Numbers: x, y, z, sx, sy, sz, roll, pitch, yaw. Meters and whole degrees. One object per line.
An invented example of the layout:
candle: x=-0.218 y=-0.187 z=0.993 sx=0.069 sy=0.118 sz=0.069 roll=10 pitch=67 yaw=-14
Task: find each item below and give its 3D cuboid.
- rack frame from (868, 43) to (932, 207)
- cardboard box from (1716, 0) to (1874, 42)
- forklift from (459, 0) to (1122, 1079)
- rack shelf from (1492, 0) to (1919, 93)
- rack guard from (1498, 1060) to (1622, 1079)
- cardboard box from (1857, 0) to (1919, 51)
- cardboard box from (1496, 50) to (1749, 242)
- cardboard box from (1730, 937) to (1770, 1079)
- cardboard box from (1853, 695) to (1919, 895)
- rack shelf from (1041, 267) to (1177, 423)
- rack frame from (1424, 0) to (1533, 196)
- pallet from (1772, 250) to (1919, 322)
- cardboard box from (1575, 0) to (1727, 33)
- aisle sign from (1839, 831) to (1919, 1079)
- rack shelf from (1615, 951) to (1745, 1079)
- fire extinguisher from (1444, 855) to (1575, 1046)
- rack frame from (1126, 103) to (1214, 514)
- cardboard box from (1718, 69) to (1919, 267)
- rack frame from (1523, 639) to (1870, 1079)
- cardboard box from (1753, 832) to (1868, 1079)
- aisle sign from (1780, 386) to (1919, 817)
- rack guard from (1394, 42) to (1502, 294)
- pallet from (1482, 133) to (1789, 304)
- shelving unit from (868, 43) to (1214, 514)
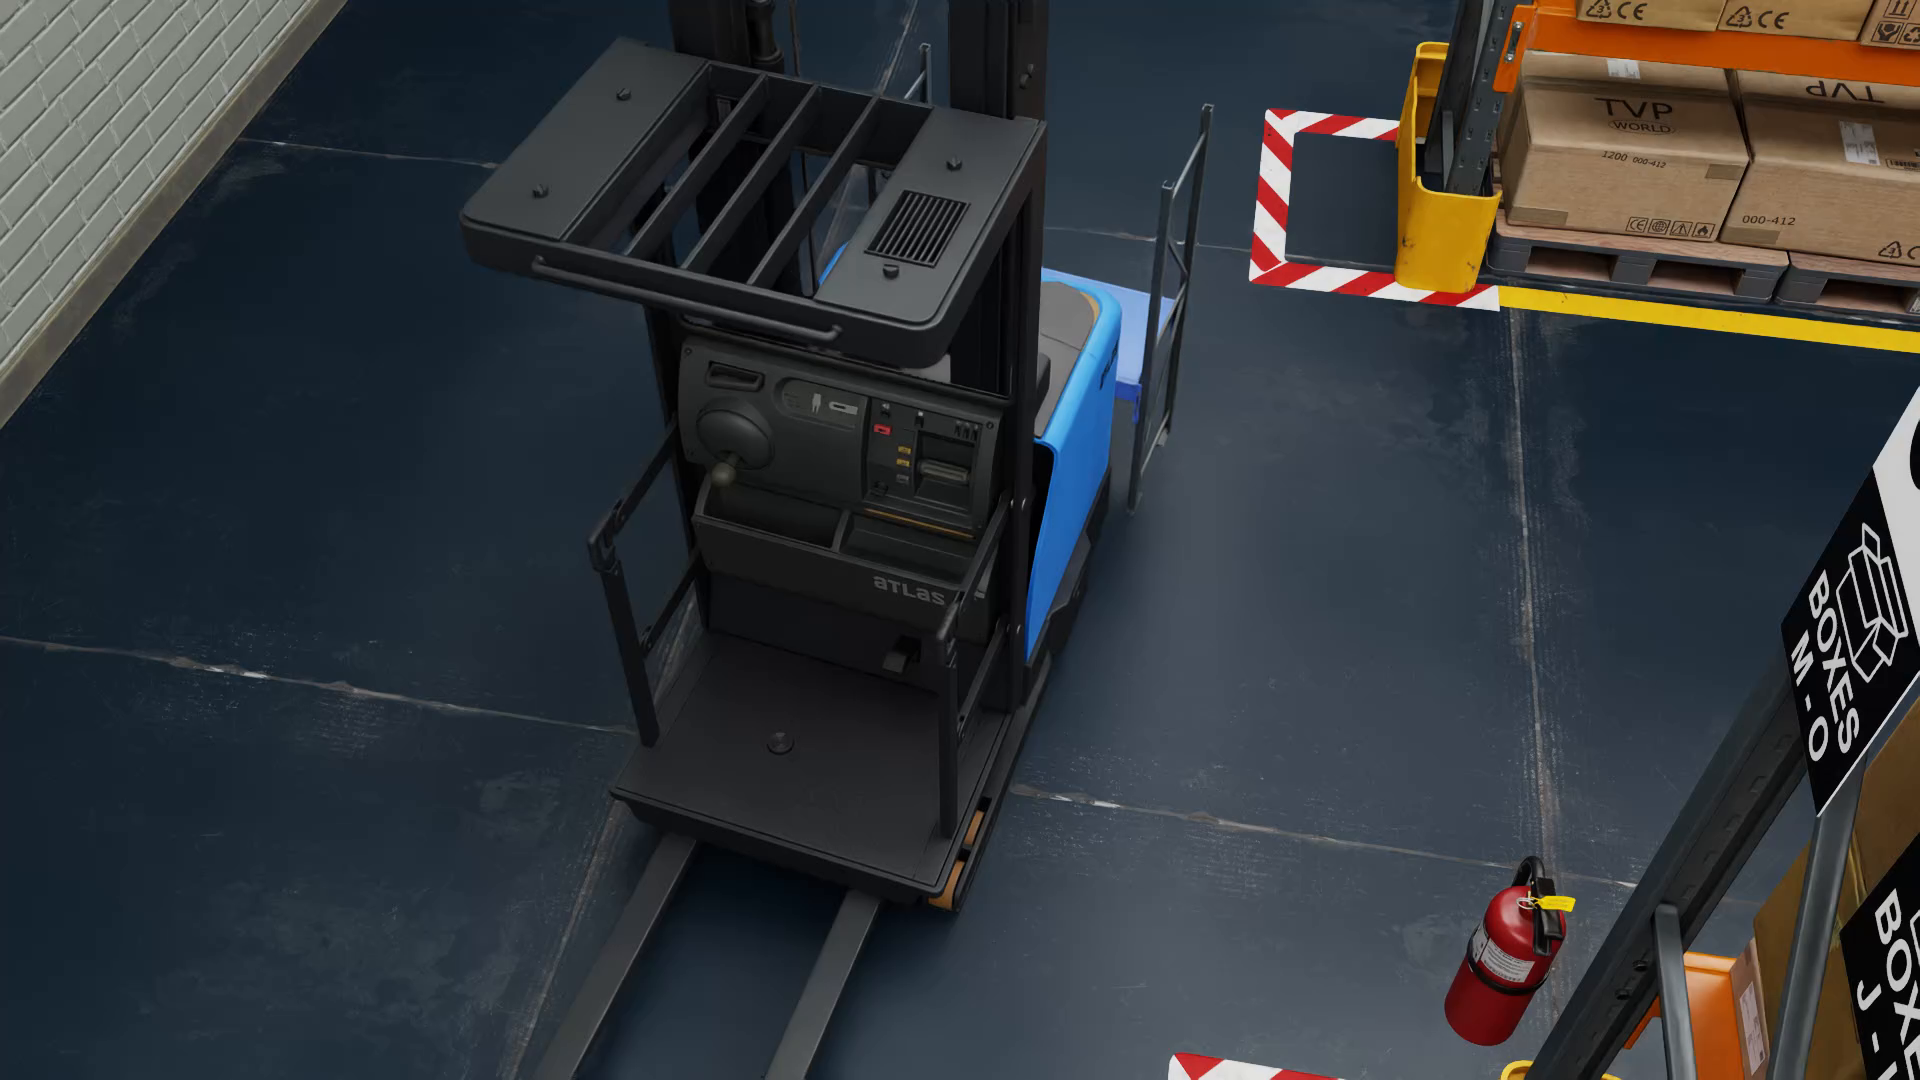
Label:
rack frame: x=-0.207 y=-1.053 z=6.188 sx=0.032 sy=1.500 sz=0.500 roll=16 pitch=50 yaw=14
cardboard box: x=3.112 y=-2.222 z=6.163 sx=0.500 sy=0.500 sz=0.500 roll=7 pitch=48 yaw=6
forklift: x=-0.412 y=-0.177 z=4.438 sx=1.130 sy=2.935 sz=3.031 roll=15 pitch=50 yaw=13
rack shelf: x=4.156 y=-2.004 z=6.518 sx=4.000 sy=0.370 sz=1.077 roll=8 pitch=49 yaw=7
rack guard: x=1.481 y=1.973 z=4.141 sx=0.348 sy=0.500 sz=1.175 roll=8 pitch=49 yaw=7
cardboard box: x=3.609 y=-2.142 z=6.091 sx=0.500 sy=0.500 sz=0.500 roll=7 pitch=48 yaw=7
cardboard box: x=2.855 y=-1.779 z=7.272 sx=0.875 sy=0.438 sz=0.875 roll=6 pitch=48 yaw=6
cardboard box: x=1.778 y=1.048 z=3.461 sx=0.250 sy=0.149 sz=0.380 roll=8 pitch=49 yaw=7
cardboard box: x=1.901 y=0.539 z=2.810 sx=0.500 sy=0.500 sz=0.500 roll=7 pitch=48 yaw=6
rack shelf: x=0.267 y=-0.794 z=6.197 sx=1.000 sy=0.185 sz=0.538 roll=16 pitch=50 yaw=14
rack frame: x=2.188 y=-2.509 z=6.488 sx=0.127 sy=3.000 sz=1.000 roll=8 pitch=49 yaw=7
pallet: x=4.185 y=-1.366 z=7.335 sx=1.213 sy=0.211 sz=1.003 roll=8 pitch=49 yaw=7
cardboard box: x=2.609 y=-2.269 z=6.205 sx=0.500 sy=0.500 sz=0.500 roll=7 pitch=48 yaw=7
aisle sign: x=1.281 y=0.468 z=2.065 sx=0.004 sy=0.787 sz=0.394 roll=8 pitch=49 yaw=7
rack shelf: x=3.375 y=1.632 z=3.250 sx=4.000 sy=0.370 sz=1.077 roll=8 pitch=49 yaw=7
fire extinguisher: x=1.241 y=0.907 z=3.721 sx=0.183 sy=0.674 sz=0.296 roll=8 pitch=49 yaw=7
rack frame: x=0.740 y=-0.776 z=5.939 sx=0.032 sy=1.500 sz=0.500 roll=16 pitch=50 yaw=14
cardboard box: x=3.757 y=-1.664 z=7.169 sx=0.875 sy=0.438 sz=0.875 roll=9 pitch=49 yaw=8
rack frame: x=1.406 y=1.130 z=3.218 sx=0.053 sy=2.616 sz=0.949 roll=8 pitch=49 yaw=7
cardboard box: x=1.895 y=0.866 z=3.188 sx=0.500 sy=0.500 sz=0.500 roll=9 pitch=49 yaw=8
aisle sign: x=1.388 y=0.029 z=2.459 sx=0.004 sy=0.787 sz=0.394 roll=8 pitch=49 yaw=7
rack guard: x=2.164 y=-1.677 z=7.421 sx=0.348 sy=0.500 sz=1.175 roll=8 pitch=49 yaw=7
pallet: x=2.988 y=-1.529 z=7.482 sx=1.213 sy=0.211 sz=1.003 roll=8 pitch=49 yaw=7
shelving unit: x=0.267 y=-0.914 z=6.063 sx=1.048 sy=1.500 sz=0.538 roll=16 pitch=50 yaw=14
